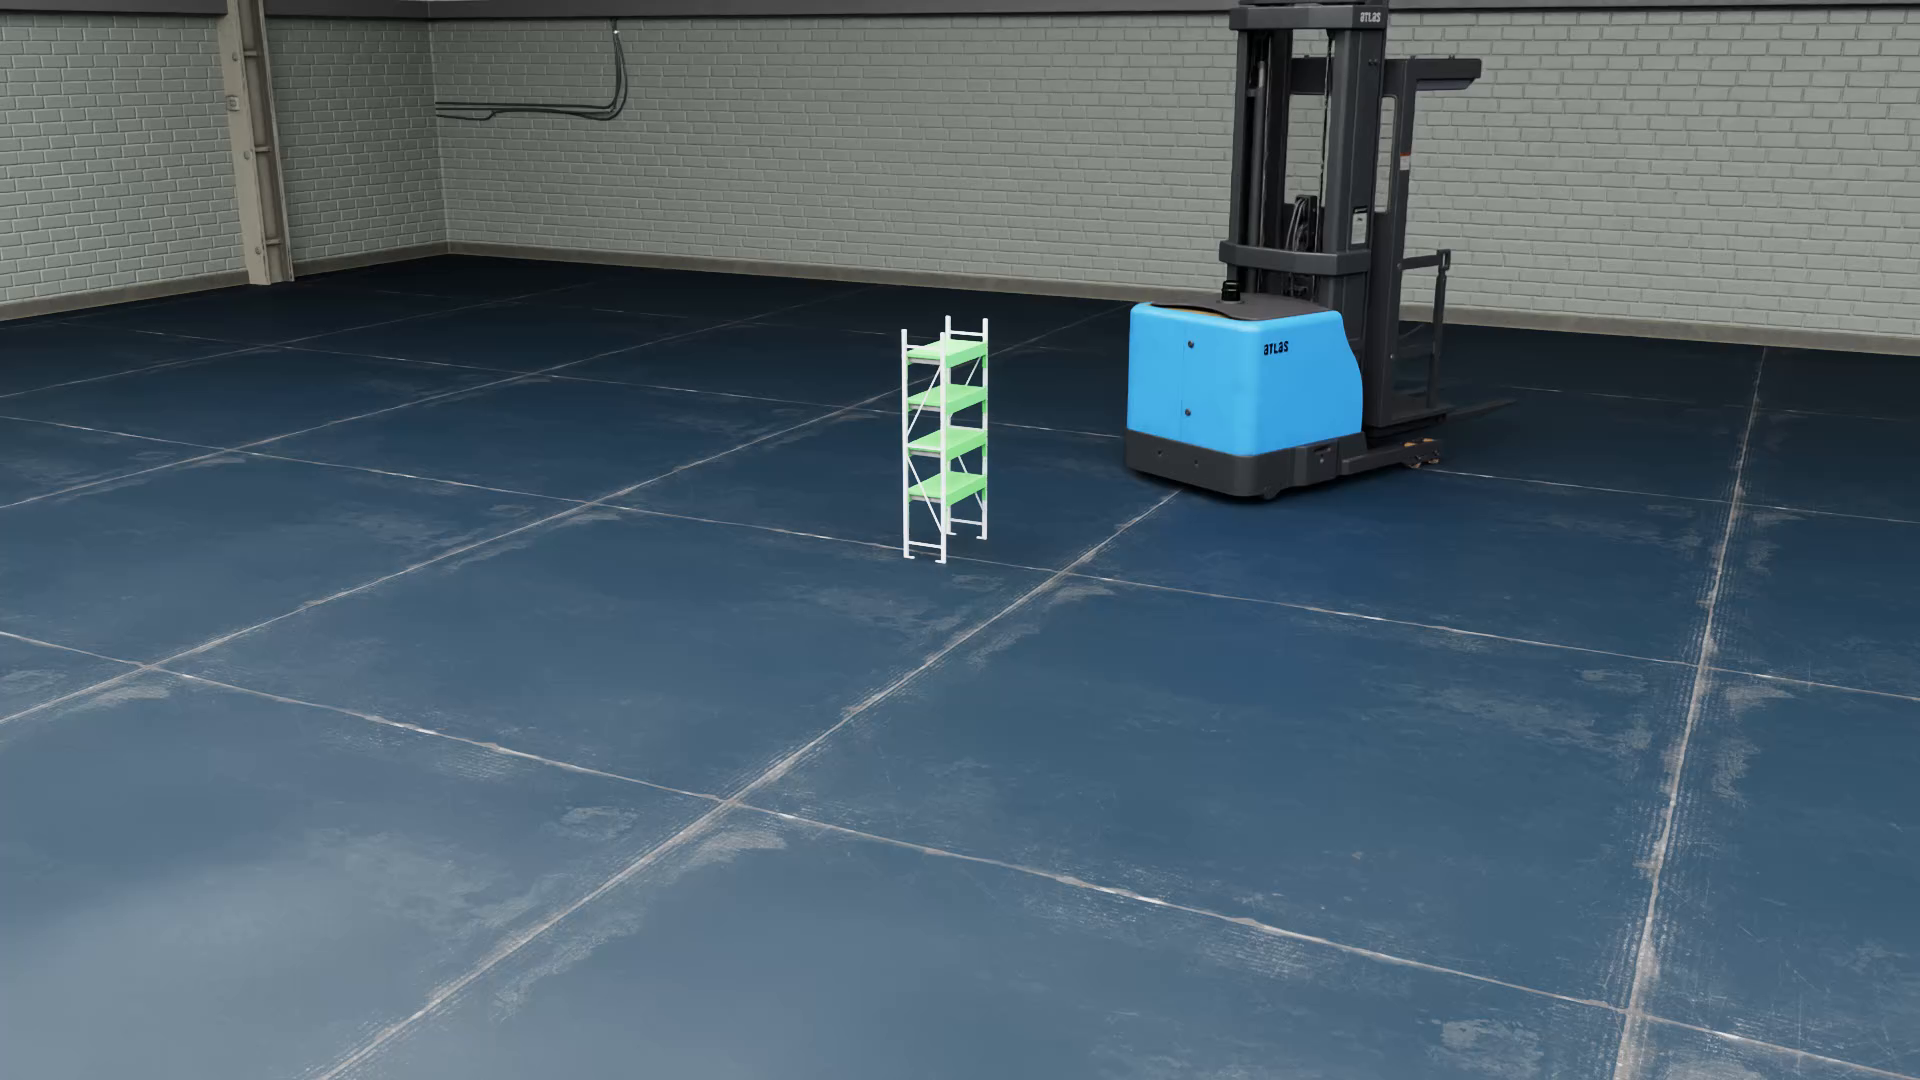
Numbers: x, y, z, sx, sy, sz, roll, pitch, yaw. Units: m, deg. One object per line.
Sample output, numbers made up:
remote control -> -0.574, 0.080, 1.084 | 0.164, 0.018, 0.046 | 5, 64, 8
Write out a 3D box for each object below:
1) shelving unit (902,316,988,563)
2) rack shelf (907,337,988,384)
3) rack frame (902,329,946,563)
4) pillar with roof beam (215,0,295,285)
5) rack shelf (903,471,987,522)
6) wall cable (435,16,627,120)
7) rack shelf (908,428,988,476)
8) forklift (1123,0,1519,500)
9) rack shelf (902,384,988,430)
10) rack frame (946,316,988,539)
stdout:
shelving unit -> -0.074, -0.533, 8.712 | 0.258, 1.200, 0.503 | 8, 18, 25
rack shelf -> -0.074, -0.932, 8.593 | 0.258, 0.148, 0.480 | 8, 18, 25
rack frame -> -0.183, -0.471, 8.502 | 0.240, 1.200, 0.015 | 8, 18, 25
pillar with roof beam -> -3.970, -6.696, 15.765 | 9.100, 9.000, 0.400 | 8, 18, 25
rack shelf -> -0.074, -0.242, 8.798 | 0.258, 0.148, 0.480 | 8, 18, 25
wall cable -> -5.322, -6.338, 20.011 | 3.097, 2.526, 0.112 | 8, 18, 25
rack shelf -> -0.074, -0.472, 8.730 | 0.258, 0.148, 0.480 | 8, 18, 25
forklift -> 2.481, -1.960, 10.477 | 3.031, 2.935, 1.130 | -13, 21, -37
rack shelf -> -0.074, -0.702, 8.661 | 0.258, 0.148, 0.480 | 8, 18, 25
rack frame -> 0.035, -0.595, 8.921 | 0.240, 1.200, 0.015 | 8, 18, 25
